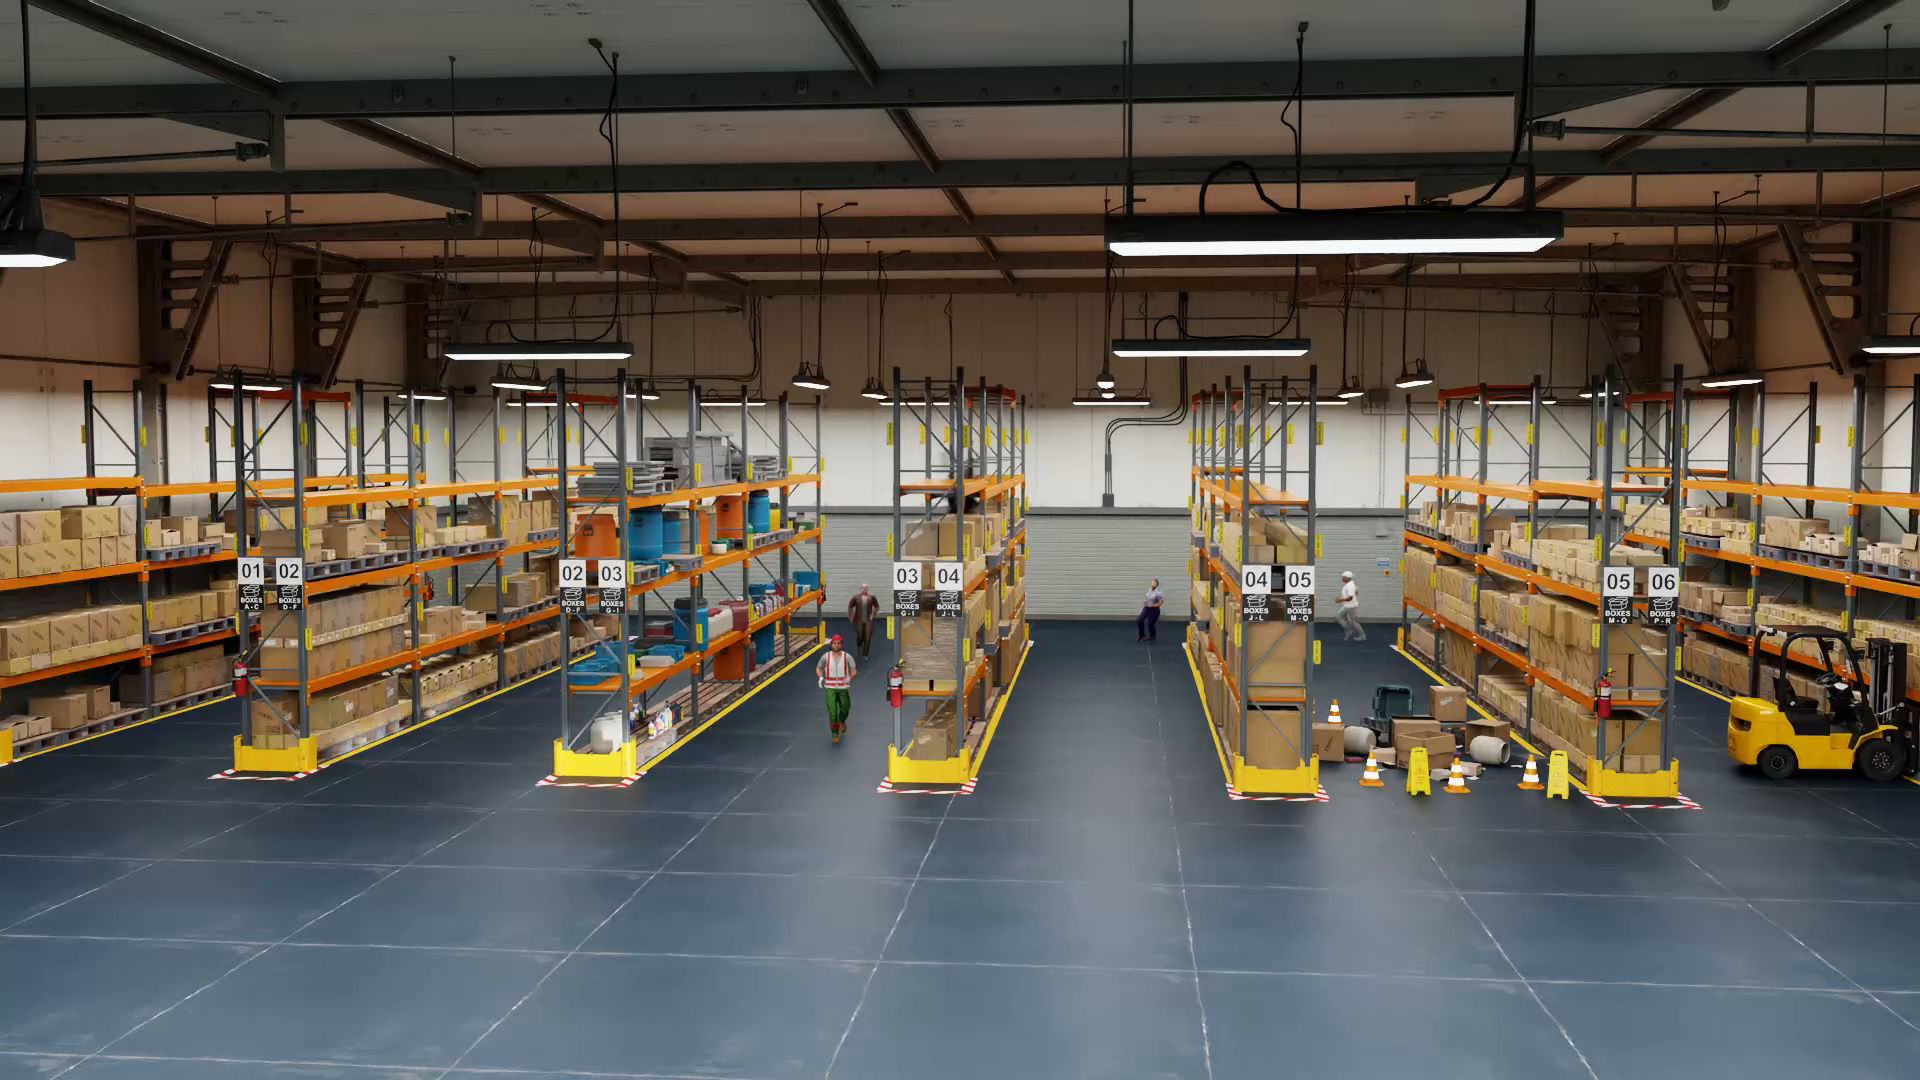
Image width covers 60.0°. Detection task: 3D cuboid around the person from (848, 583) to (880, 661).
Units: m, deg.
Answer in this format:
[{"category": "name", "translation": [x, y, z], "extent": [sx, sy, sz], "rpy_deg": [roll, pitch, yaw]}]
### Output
[{"category": "person", "translation": [-2.145, 1.833, 37.198], "extent": [0.714, 1.734, 0.569], "rpy_deg": [0, 4, -6]}]

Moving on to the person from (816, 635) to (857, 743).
[{"category": "person", "translation": [-2.027, 2.434, 27.287], "extent": [0.663, 1.748, 0.745], "rpy_deg": [0, 4, -6]}]

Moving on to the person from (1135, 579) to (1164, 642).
[{"category": "person", "translation": [4.655, 1.720, 40.376], "extent": [0.649, 1.585, 0.790], "rpy_deg": [-3, 5, -40]}]

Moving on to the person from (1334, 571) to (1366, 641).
[{"category": "person", "translation": [9.492, 1.621, 40.470], "extent": [0.812, 1.730, 0.612], "rpy_deg": [0, 4, 1]}]
